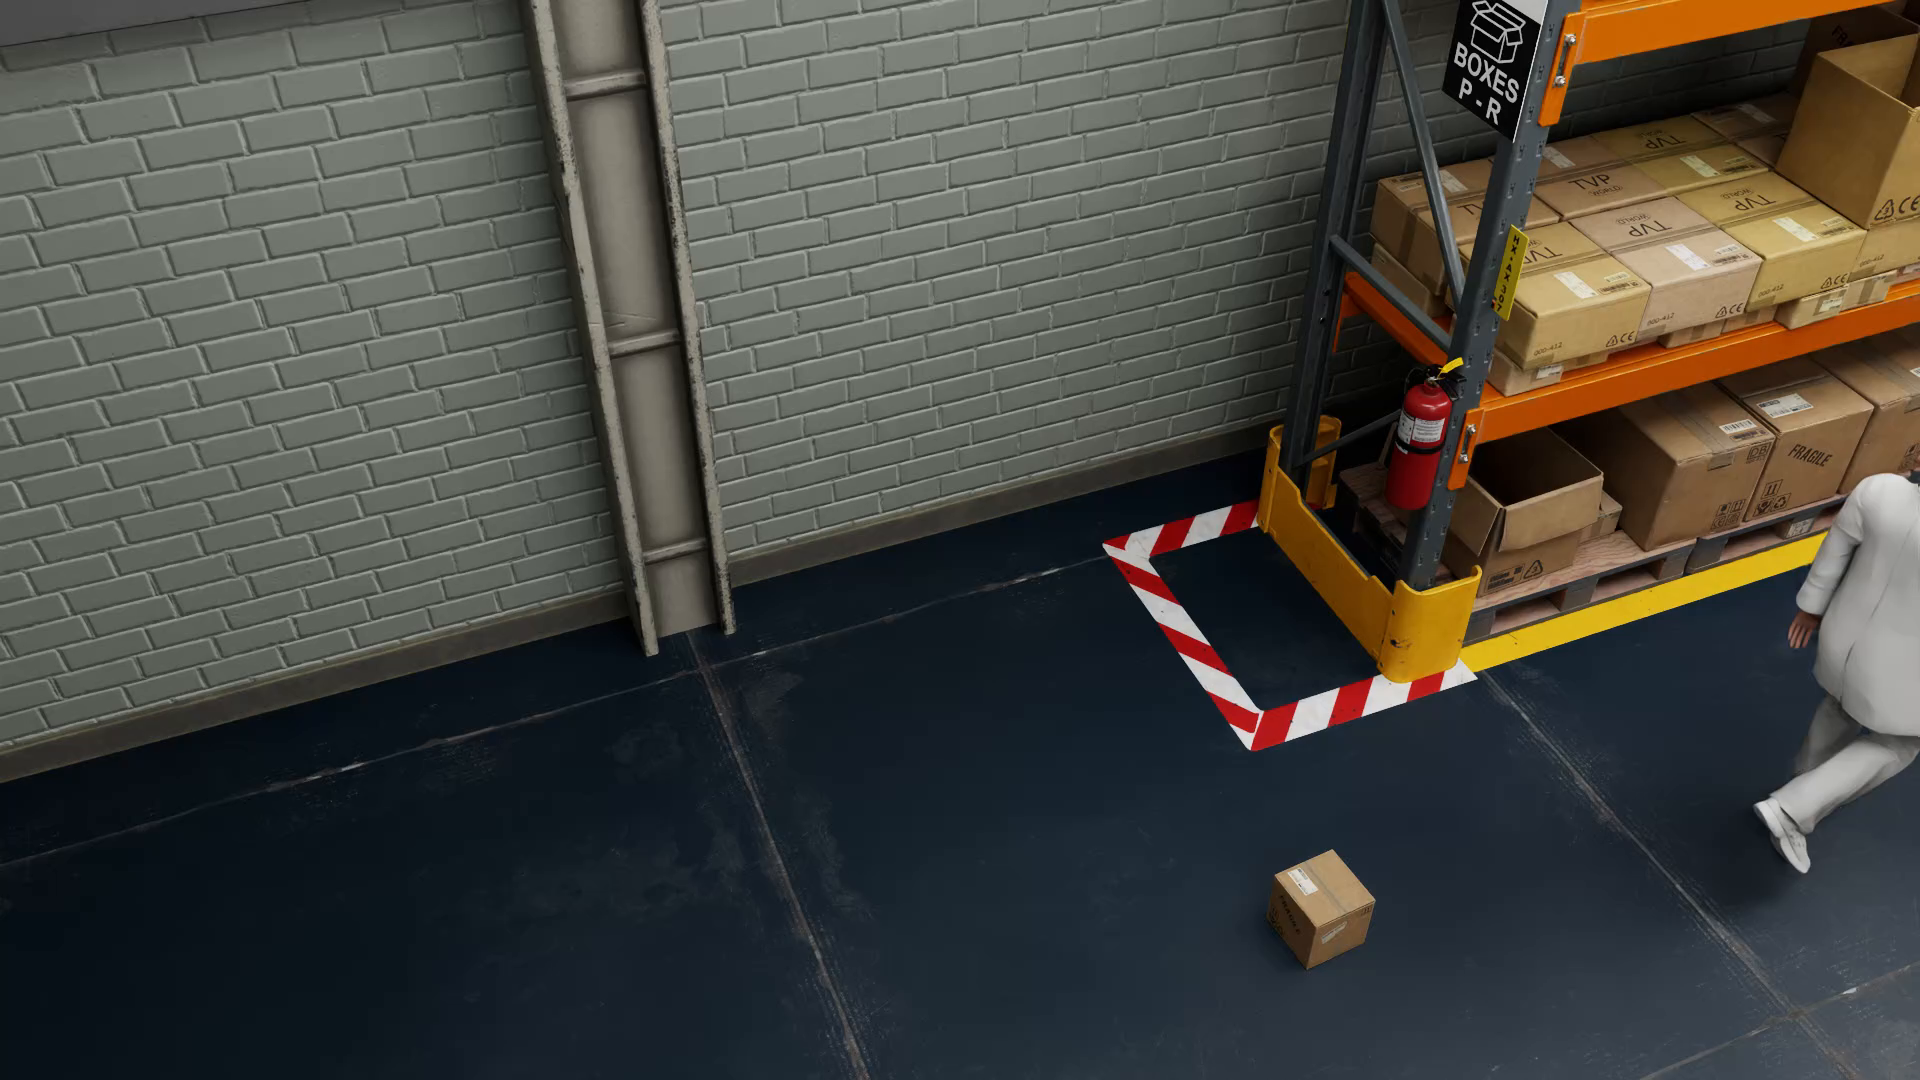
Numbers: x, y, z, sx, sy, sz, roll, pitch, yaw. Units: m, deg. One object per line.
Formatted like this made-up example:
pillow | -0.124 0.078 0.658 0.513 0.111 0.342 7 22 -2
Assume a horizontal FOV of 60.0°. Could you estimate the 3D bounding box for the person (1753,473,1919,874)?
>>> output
person | 3.107 0.376 5.699 0.756 1.767 0.619 -17 44 -18
